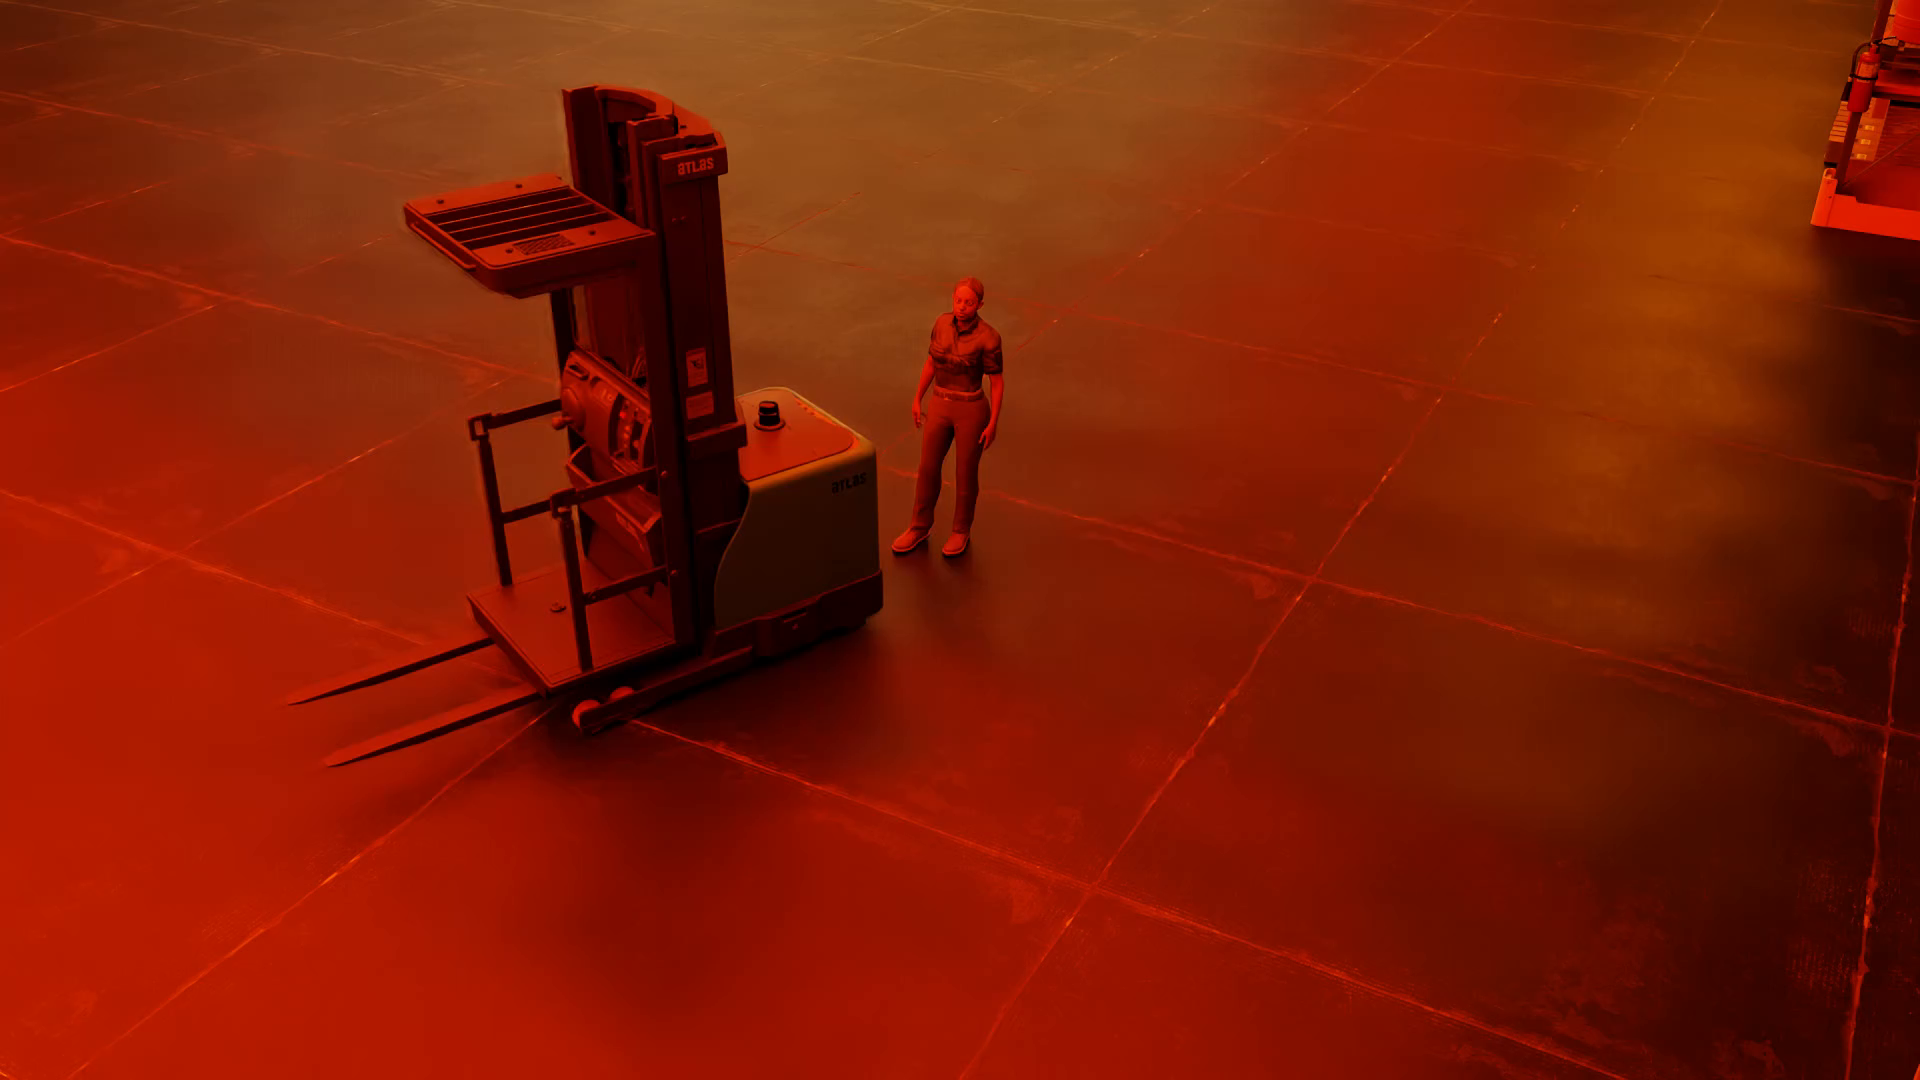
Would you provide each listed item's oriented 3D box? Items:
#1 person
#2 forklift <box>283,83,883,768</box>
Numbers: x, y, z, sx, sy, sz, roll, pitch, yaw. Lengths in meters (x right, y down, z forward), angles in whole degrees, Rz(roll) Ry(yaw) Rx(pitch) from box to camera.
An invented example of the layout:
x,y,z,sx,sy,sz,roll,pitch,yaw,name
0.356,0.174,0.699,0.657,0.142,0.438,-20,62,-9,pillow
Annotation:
x,y,z,sx,sy,sz,roll,pitch,yaw,name
-0.060,-0.690,9.527,0.569,1.655,0.504,15,33,25,person
-1.917,-0.602,8.113,3.031,2.935,1.130,-20,36,-31,forklift
